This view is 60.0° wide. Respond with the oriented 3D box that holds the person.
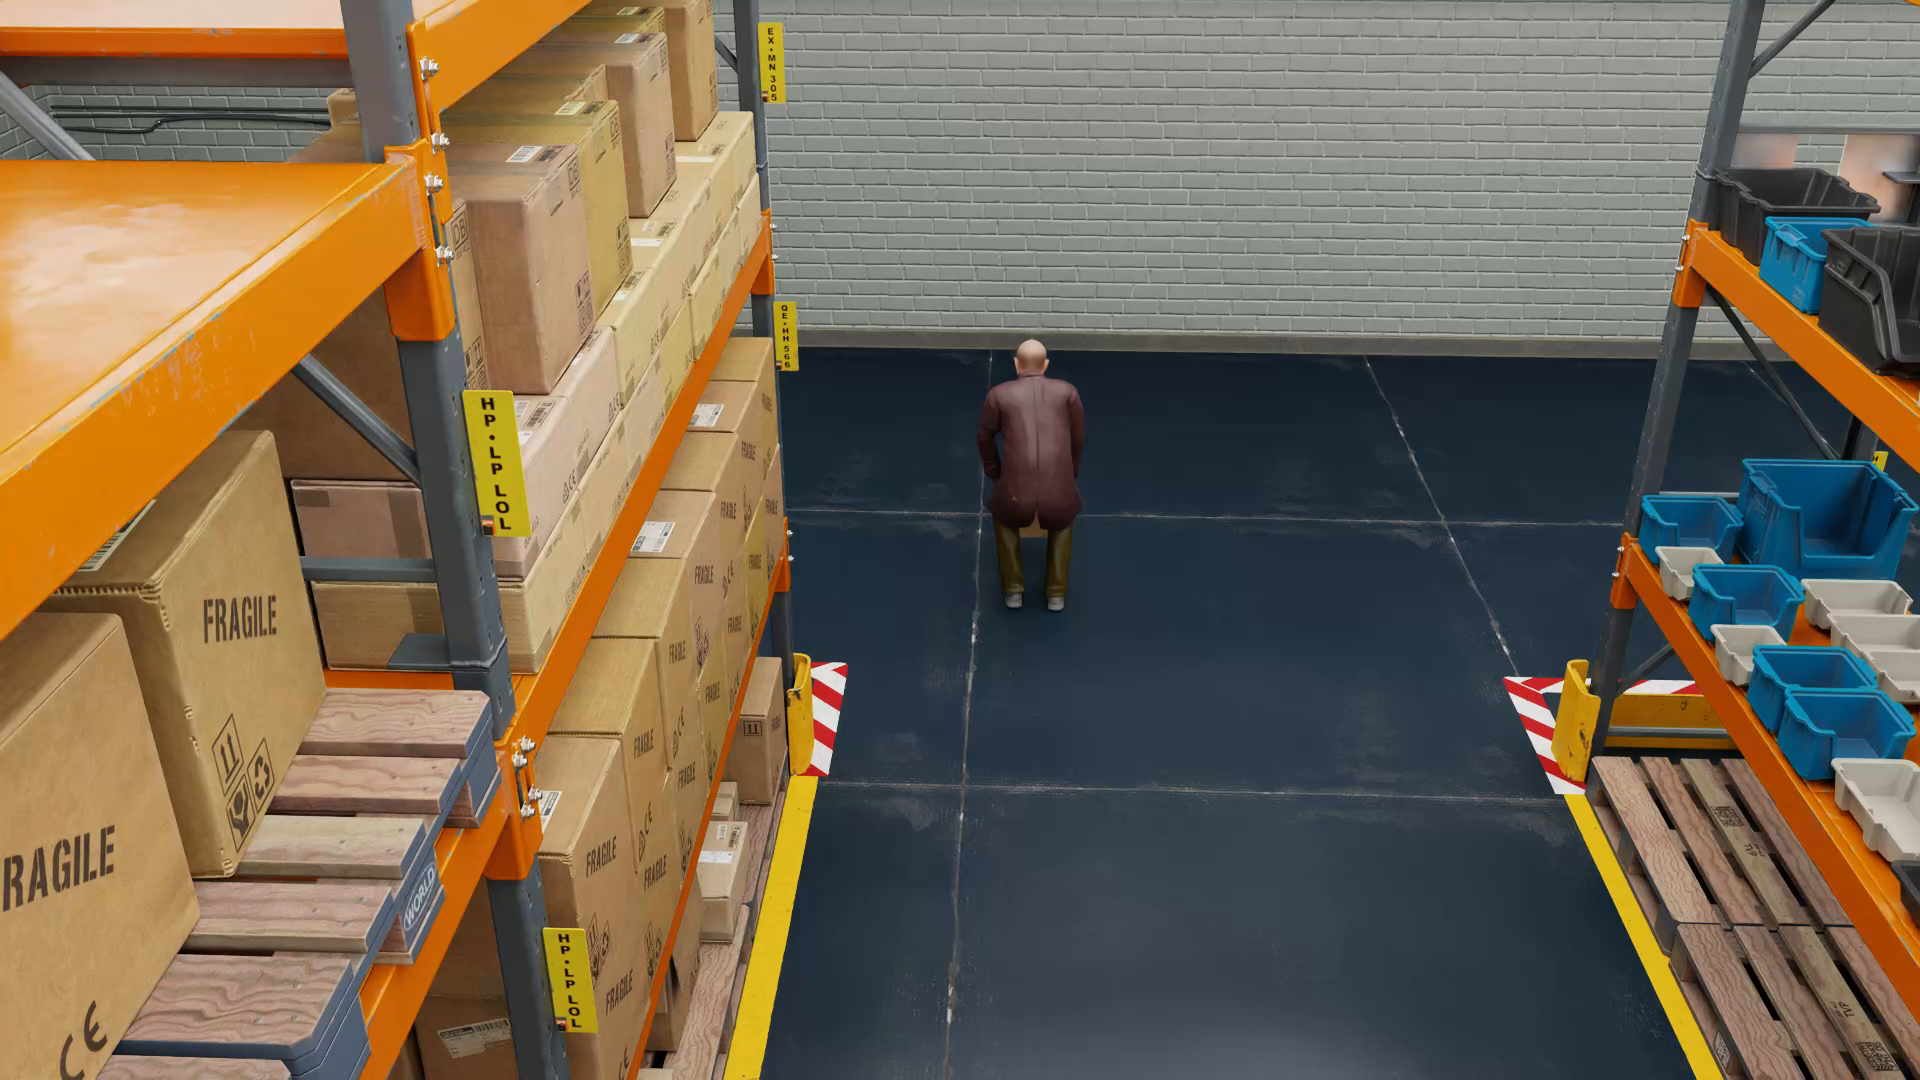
[{"bbox_3d":[0.405,-0.343,9.572,0.628,1.526,0.635,1,28,2],"label":"person"}]
